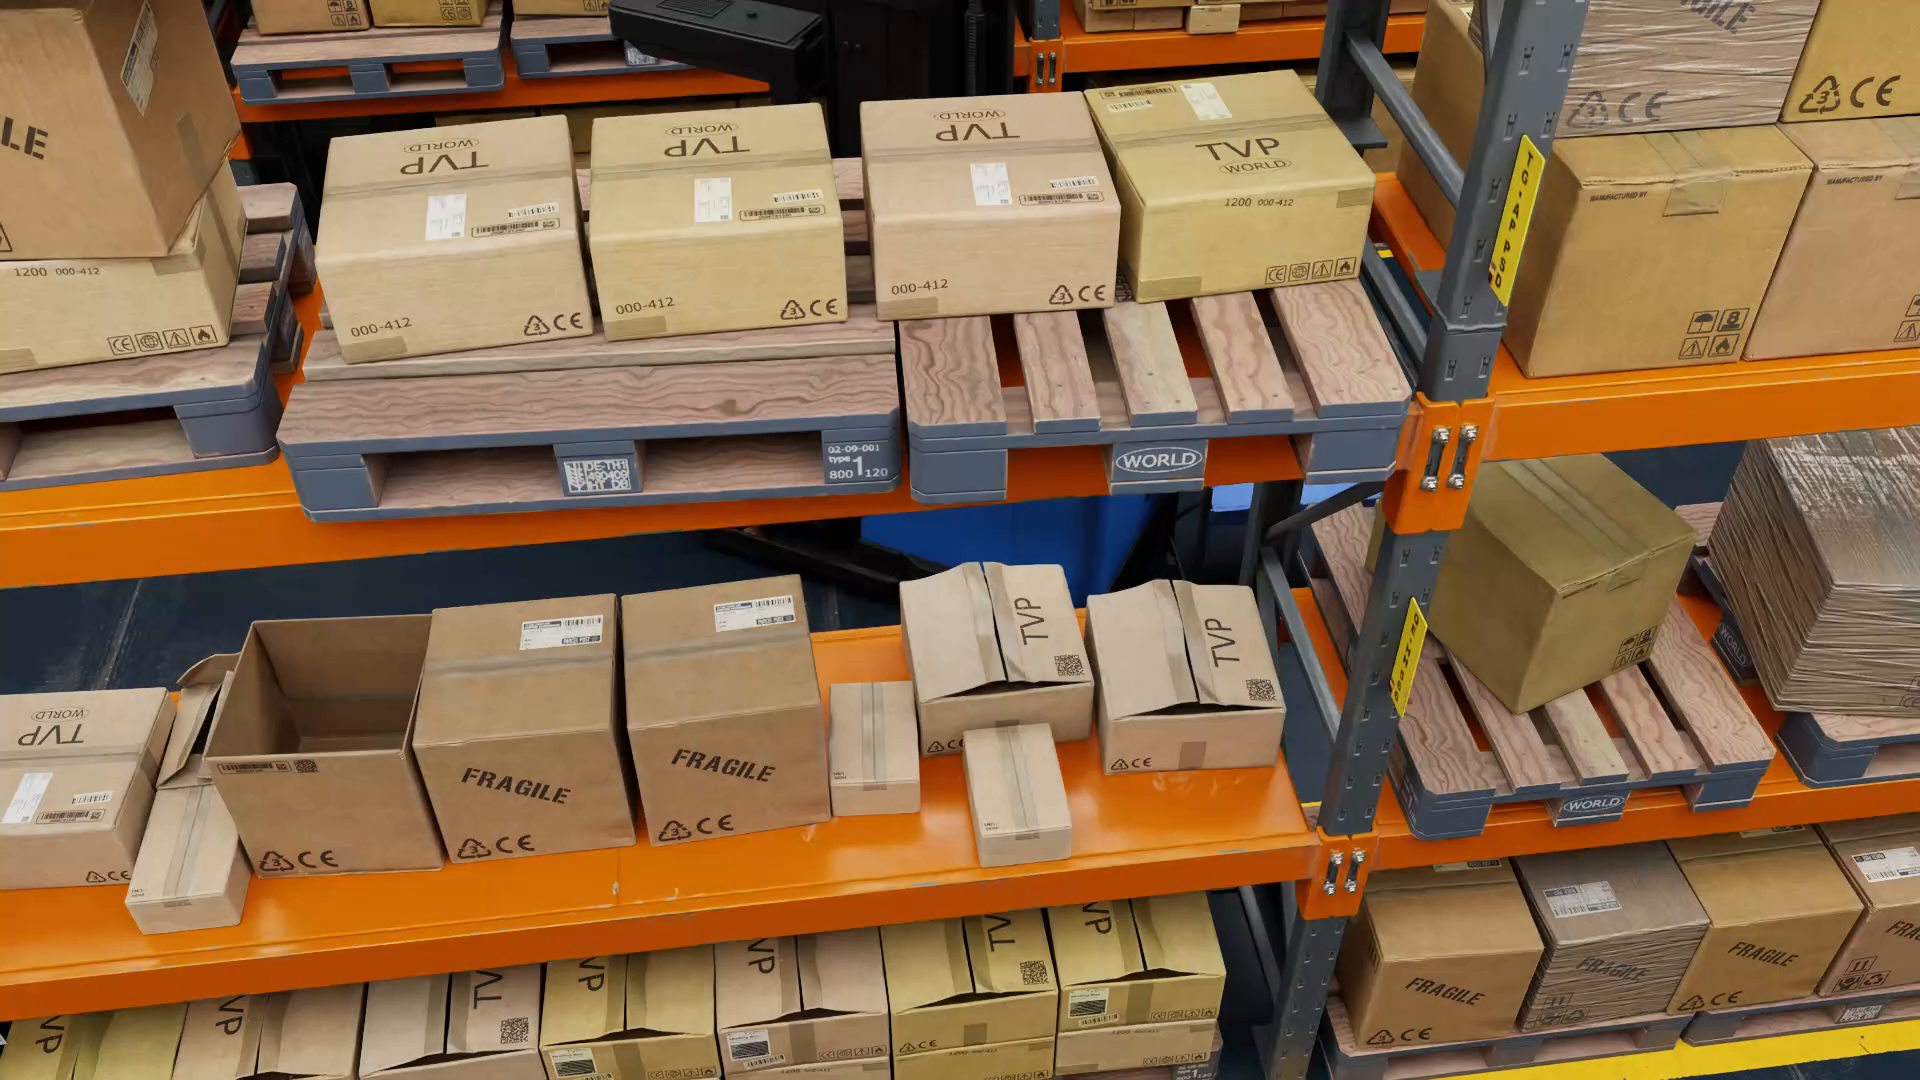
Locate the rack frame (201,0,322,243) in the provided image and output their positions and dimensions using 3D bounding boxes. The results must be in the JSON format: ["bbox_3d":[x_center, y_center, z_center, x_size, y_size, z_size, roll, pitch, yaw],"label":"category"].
[{"bbox_3d":[-3.601,-2.591,8.099,0.127,3.000,1.000,-5,42,-6],"label":"rack frame"}]

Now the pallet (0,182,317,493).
[{"bbox_3d":[-2.082,-0.430,3.606,1.217,0.209,0.805,-7,42,-7],"label":"pallet"}]

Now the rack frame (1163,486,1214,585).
[{"bbox_3d":[0.951,-0.350,6.733,0.032,1.500,0.500,-5,42,-5],"label":"rack frame"}]

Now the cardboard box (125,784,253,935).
[{"bbox_3d":[-2.050,0.850,4.471,0.250,0.149,0.380,-5,42,-6],"label":"cardboard box"}]

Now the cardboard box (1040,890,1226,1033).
[{"bbox_3d":[0.524,1.217,5.197,0.500,0.311,0.500,-4,42,-4],"label":"cardboard box"}]

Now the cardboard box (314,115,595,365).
[{"bbox_3d":[-1.051,-0.641,3.496,0.500,0.250,0.500,-8,43,-9],"label":"cardboard box"}]

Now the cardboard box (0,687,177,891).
[{"bbox_3d":[-2.472,0.682,4.581,0.500,0.250,0.500,-3,42,-3],"label":"cardboard box"}]

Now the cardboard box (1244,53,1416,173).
[{"bbox_3d":[1.981,-2.345,9.117,0.750,0.750,0.750,-5,42,-6],"label":"cardboard box"}]

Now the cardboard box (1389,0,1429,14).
[{"bbox_3d":[2.241,-2.868,8.578,0.250,0.149,0.380,-5,42,-5],"label":"cardboard box"}]

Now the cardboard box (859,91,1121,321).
[{"bbox_3d":[0.051,-0.729,3.593,0.500,0.250,0.500,-4,42,-4],"label":"cardboard box"}]

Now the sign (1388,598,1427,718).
[{"bbox_3d":[1.087,0.289,4.041,0.005,0.325,0.100,-5,42,-6],"label":"sign"}]

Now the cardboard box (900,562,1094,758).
[{"bbox_3d":[0.099,0.333,4.923,0.500,0.311,0.500,-5,42,-6],"label":"cardboard box"}]

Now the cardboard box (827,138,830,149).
[{"bbox_3d":[-0.868,-2.109,9.102,0.500,0.500,0.700,-5,42,-6],"label":"cardboard box"}]

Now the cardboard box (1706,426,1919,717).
[{"bbox_3d":[2.553,0.076,4.754,0.500,0.500,0.700,2,42,3],"label":"cardboard box"}]

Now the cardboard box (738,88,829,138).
[{"bbox_3d":[-0.915,-2.347,8.806,0.500,0.250,0.500,-4,42,-5],"label":"cardboard box"}]

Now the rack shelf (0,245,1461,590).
[{"bbox_3d":[-0.972,-0.322,3.880,4.000,0.370,1.077,-5,42,-6],"label":"rack shelf"}]

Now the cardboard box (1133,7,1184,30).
[{"bbox_3d":[0.973,-2.744,8.440,0.250,0.149,0.380,-4,42,-5],"label":"cardboard box"}]

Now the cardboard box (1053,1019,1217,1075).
[{"bbox_3d":[0.521,1.423,5.387,0.500,0.250,0.500,-4,42,-5],"label":"cardboard box"}]

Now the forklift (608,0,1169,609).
[{"bbox_3d":[-0.605,-1.302,6.720,3.031,2.935,1.130,18,45,19],"label":"forklift"}]

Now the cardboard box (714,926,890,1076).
[{"bbox_3d":[-0.491,1.308,5.096,0.500,0.311,0.500,-5,42,-6],"label":"cardboard box"}]

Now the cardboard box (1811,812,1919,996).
[{"bbox_3d":[3.033,1.128,5.513,0.500,0.500,0.500,-6,42,-7],"label":"cardboard box"}]

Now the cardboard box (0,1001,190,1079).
[{"bbox_3d":[-2.513,1.484,4.901,0.500,0.311,0.500,-5,42,-5],"label":"cardboard box"}]

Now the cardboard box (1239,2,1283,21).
[{"bbox_3d":[1.481,-2.814,8.518,0.250,0.149,0.380,-5,42,-6],"label":"cardboard box"}]

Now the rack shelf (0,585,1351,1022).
[{"bbox_3d":[-0.972,0.792,4.885,4.000,0.370,1.077,-5,42,-6],"label":"rack shelf"}]

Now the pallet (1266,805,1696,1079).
[{"bbox_3d":[1.757,1.346,5.815,1.213,0.211,1.003,-5,42,-6],"label":"pallet"}]

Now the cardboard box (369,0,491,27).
[{"bbox_3d":[-2.537,-2.857,7.990,0.500,0.500,0.700,-1,42,-1],"label":"cardboard box"}]

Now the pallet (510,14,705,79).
[{"bbox_3d":[-1.592,-2.669,8.327,1.213,0.211,1.003,-5,42,-6],"label":"pallet"}]

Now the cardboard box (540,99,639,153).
[{"bbox_3d":[-1.922,-2.268,8.718,0.500,0.250,0.500,-6,42,-7],"label":"cardboard box"}]

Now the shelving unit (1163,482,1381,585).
[{"bbox_3d":[1.456,-0.392,6.780,1.048,1.500,0.538,-5,42,-5],"label":"shelving unit"}]

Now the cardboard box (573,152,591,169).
[{"bbox_3d":[-1.856,-1.997,8.978,0.500,0.500,0.700,-5,42,-5],"label":"cardboard box"}]

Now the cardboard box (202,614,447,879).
[{"bbox_3d":[-1.669,0.559,4.531,0.500,0.500,0.500,-2,42,-2],"label":"cardboard box"}]

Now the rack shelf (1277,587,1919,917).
[{"bbox_3d":[2.994,0.444,5.270,4.000,0.370,1.077,-5,42,-6],"label":"rack shelf"}]

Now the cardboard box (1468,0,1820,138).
[{"bbox_3d":[1.445,-1.205,3.501,0.500,0.500,0.500,-5,42,-6],"label":"cardboard box"}]

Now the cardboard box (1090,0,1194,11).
[{"bbox_3d":[0.880,-2.966,8.202,0.500,0.500,0.500,-4,42,-4],"label":"cardboard box"}]

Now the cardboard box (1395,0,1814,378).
[{"bbox_3d":[1.440,-0.861,3.865,0.500,0.500,0.910,-5,42,-6],"label":"cardboard box"}]

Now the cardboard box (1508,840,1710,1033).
[{"bbox_3d":[2.018,1.217,5.415,0.500,0.500,0.500,-6,42,-7],"label":"cardboard box"}]

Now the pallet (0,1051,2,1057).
[{"bbox_3d":[-3.749,1.775,5.340,1.213,0.211,1.003,-5,42,-6],"label":"pallet"}]

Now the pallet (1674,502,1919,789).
[{"bbox_3d":[2.939,0.250,5.092,1.213,0.211,1.003,-5,42,-6],"label":"pallet"}]

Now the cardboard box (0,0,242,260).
[{"bbox_3d":[-1.777,-0.887,3.208,0.500,0.500,0.500,-1,42,-1],"label":"cardboard box"}]

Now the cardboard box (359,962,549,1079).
[{"bbox_3d":[-1.503,1.399,4.996,0.500,0.311,0.500,-6,42,-7],"label":"cardboard box"}]

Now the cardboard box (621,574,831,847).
[{"bbox_3d":[-0.650,0.470,4.630,0.500,0.500,0.500,-7,43,-8],"label":"cardboard box"}]

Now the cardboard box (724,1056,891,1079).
[{"bbox_3d":[-0.488,1.512,5.288,0.500,0.250,0.500,-4,42,-5],"label":"cardboard box"}]

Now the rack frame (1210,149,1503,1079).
[{"bbox_3d":[1.011,0.351,4.837,0.127,3.000,1.000,-5,42,-6],"label":"rack frame"}]

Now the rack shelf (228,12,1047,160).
[{"bbox_3d":[-1.618,-2.498,8.532,4.000,0.370,1.077,-5,42,-6],"label":"rack shelf"}]

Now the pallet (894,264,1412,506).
[{"bbox_3d":[0.350,-0.575,3.764,1.003,0.211,1.213,-3,42,-4],"label":"pallet"}]
